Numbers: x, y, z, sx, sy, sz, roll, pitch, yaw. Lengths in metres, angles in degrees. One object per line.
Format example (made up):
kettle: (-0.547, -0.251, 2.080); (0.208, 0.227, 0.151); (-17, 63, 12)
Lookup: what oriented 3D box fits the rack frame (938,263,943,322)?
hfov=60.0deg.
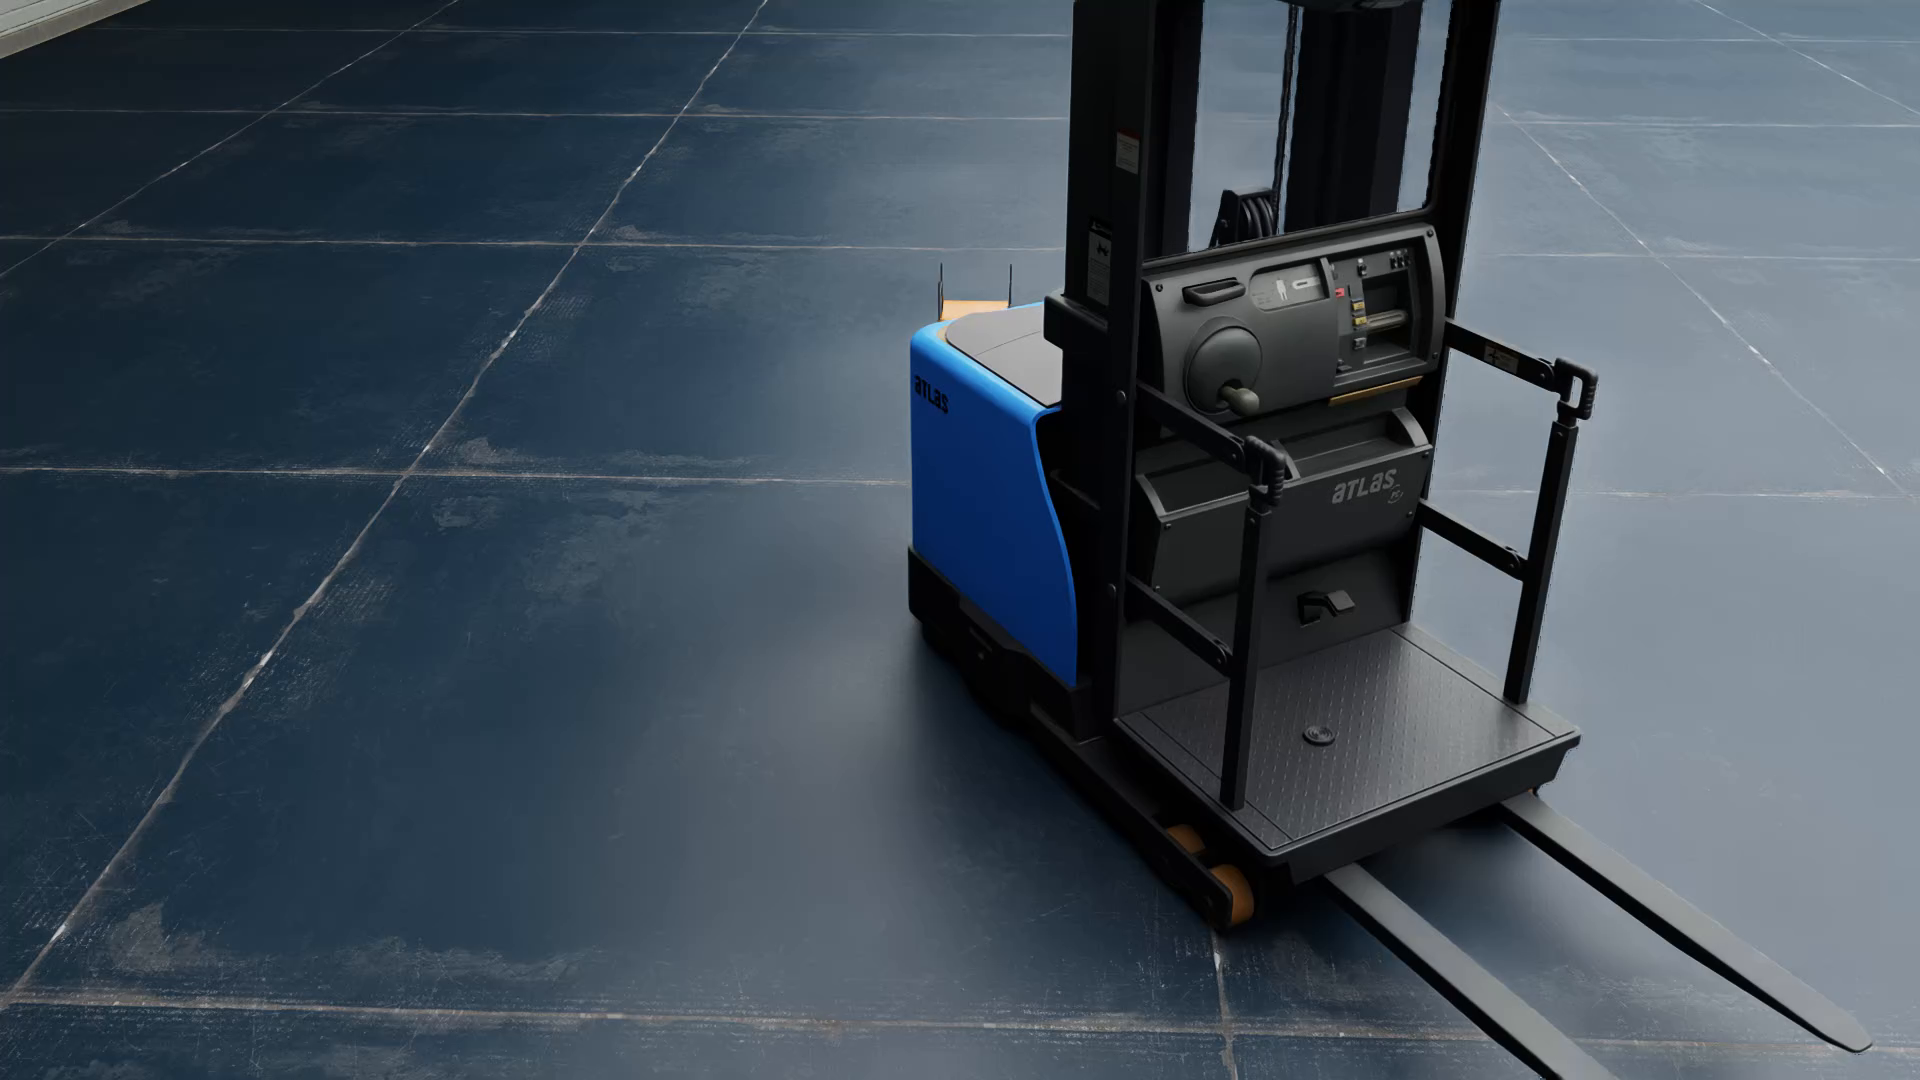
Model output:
rack frame: (-0.068, -0.465, 6.006); (0.008, 1.050, 0.200); (1, 28, 2)

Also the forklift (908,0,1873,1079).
forklift: (0.987, -0.527, 4.115); (1.130, 2.935, 3.031); (-15, 31, -26)

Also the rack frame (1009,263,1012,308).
rack frame: (0.175, -0.461, 5.999); (0.008, 1.050, 0.200); (1, 28, 2)

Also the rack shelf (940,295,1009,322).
rack shelf: (0.053, -0.704, 5.874); (0.240, 0.259, 0.215); (1, 28, 2)

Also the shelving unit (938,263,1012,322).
shelving unit: (0.053, -0.463, 6.002); (0.252, 1.050, 0.215); (1, 28, 2)
